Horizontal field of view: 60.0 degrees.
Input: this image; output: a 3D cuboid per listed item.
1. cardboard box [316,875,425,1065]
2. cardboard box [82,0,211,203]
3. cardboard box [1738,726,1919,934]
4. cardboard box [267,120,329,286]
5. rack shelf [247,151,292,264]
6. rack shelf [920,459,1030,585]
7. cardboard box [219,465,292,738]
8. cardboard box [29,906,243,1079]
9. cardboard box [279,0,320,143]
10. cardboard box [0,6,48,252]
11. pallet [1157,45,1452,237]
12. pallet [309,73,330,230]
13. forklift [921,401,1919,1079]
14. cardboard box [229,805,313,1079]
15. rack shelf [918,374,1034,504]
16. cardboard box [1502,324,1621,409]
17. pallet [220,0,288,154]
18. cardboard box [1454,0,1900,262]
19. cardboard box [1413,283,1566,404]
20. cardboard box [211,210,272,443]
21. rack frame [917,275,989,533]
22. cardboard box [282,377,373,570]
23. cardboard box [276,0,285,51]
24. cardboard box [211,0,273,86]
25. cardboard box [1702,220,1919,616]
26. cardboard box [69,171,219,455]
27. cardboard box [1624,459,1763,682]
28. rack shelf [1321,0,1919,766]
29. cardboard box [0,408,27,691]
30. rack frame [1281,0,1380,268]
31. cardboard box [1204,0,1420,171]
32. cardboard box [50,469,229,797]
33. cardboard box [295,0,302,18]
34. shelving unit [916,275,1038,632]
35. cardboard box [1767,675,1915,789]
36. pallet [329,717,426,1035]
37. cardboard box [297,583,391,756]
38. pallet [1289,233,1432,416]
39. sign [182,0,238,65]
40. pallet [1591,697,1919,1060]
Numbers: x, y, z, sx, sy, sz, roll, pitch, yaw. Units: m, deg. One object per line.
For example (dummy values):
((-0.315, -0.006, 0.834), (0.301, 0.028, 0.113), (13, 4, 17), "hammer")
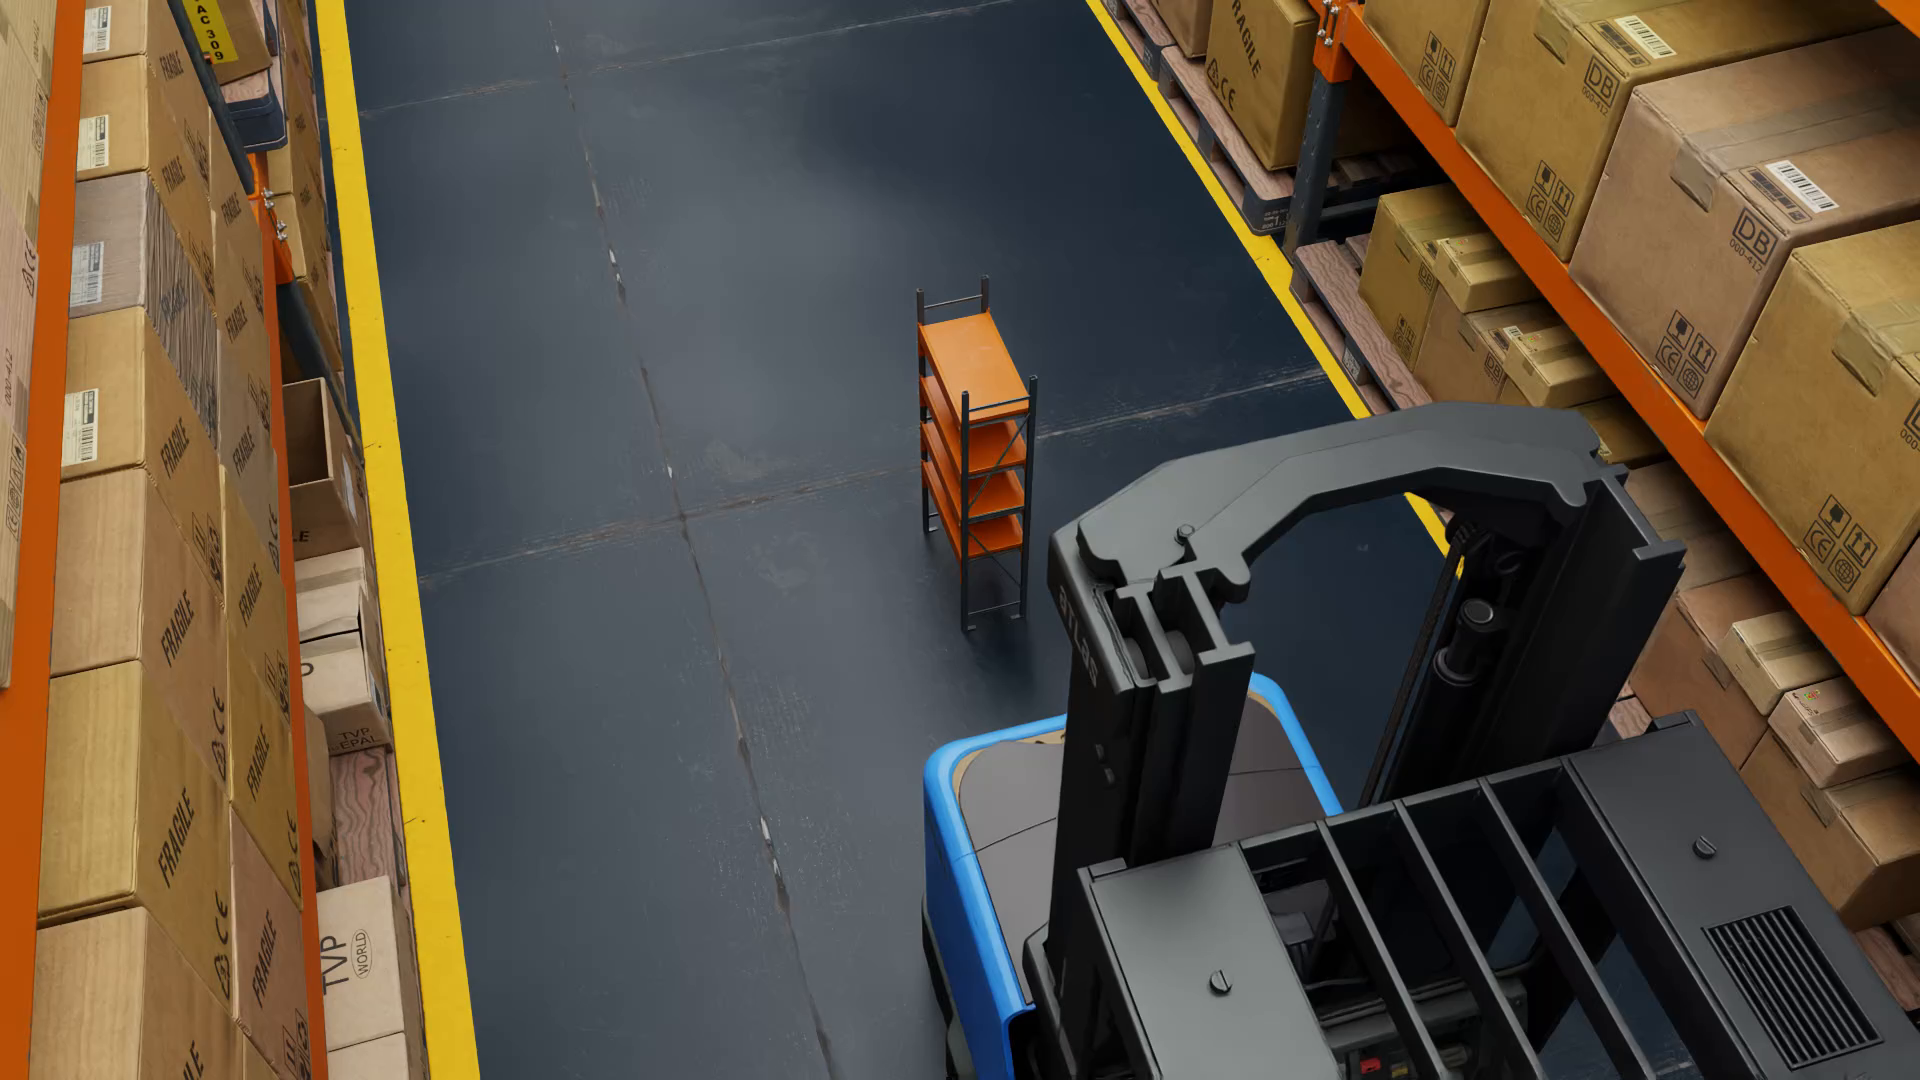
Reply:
((-1.823, 1.285, 4.715), (0.500, 0.250, 0.500), (-13, 51, -11), "cardboard box")
((-2.424, -1.233, 4.608), (0.500, 0.500, 0.500), (-13, 51, -11), "cardboard box")
((2.791, 0.791, 4.981), (0.700, 0.500, 0.500), (-13, 51, -11), "cardboard box")
((-2.899, -1.321, 6.749), (0.500, 0.500, 0.500), (-13, 51, -10), "cardboard box")
((-3.412, -2.418, 6.797), (1.077, 0.370, 4.000), (-13, 51, -11), "rack shelf")
((0.049, -0.094, 5.893), (0.258, 0.148, 0.480), (-13, 51, -11), "rack shelf")
((-1.967, 0.208, 4.047), (0.500, 0.500, 0.500), (-13, 51, -10), "cardboard box")
((-1.517, 0.994, 2.731), (0.500, 0.500, 0.500), (-12, 51, -10), "cardboard box")
((-3.189, -2.057, 7.369), (0.500, 0.500, 0.500), (-15, 52, -12), "cardboard box")
((-1.986, -0.716, 3.028), (0.500, 0.250, 0.500), (-13, 51, -11), "cardboard box")
((1.610, -1.960, 7.764), (1.003, 0.211, 1.213), (-13, 51, -11), "pallet")
((-3.462, -1.769, 7.603), (1.003, 0.211, 1.213), (-13, 51, -11), "pallet")
((0.784, 1.280, 3.254), (1.130, 2.935, 3.031), (-12, 51, -10), "forklift")
((-1.675, 0.941, 3.430), (0.500, 0.500, 0.500), (-14, 51, -11), "cardboard box")
((0.049, -0.367, 5.570), (0.258, 0.148, 0.480), (-13, 51, -11), "rack shelf")
((2.115, -0.609, 5.737), (0.380, 0.149, 0.250), (-15, 51, -12), "cardboard box")
((-2.953, -1.736, 5.877), (1.003, 0.211, 1.213), (-13, 51, -11), "pallet")
((2.266, -1.474, 5.335), (0.980, 0.700, 0.700), (-14, 51, -12), "cardboard box")
((2.179, -0.705, 6.242), (0.700, 0.500, 0.500), (-14, 51, -11), "cardboard box")
((-2.274, -0.538, 4.676), (0.500, 0.500, 0.500), (-12, 51, -10), "cardboard box")
((-0.023, -0.444, 5.840), (0.240, 1.200, 0.015), (-13, 51, -11), "rack frame")
((-2.381, -0.173, 5.781), (0.500, 0.500, 0.500), (-13, 51, -11), "cardboard box")
((-3.175, -2.272, 7.060), (0.500, 0.250, 0.500), (-14, 51, -12), "cardboard box")
((-2.747, -1.753, 5.426), (0.700, 0.500, 0.500), (-30, 56, -23), "cardboard box")
((2.707, -0.386, 4.418), (0.980, 0.700, 0.700), (-14, 51, -11), "cardboard box")
((-2.121, -0.491, 3.983), (0.500, 0.500, 0.500), (-13, 51, -11), "cardboard box")
((2.493, 0.059, 5.599), (0.700, 0.500, 0.500), (-15, 51, -12), "cardboard box")
((2.502, -0.619, 5.281), (1.077, 0.370, 4.000), (-13, 51, -11), "rack shelf")
((-1.682, 0.013, 2.413), (0.500, 0.250, 0.500), (-13, 51, -11), "cardboard box")
((1.910, -2.312, 6.237), (1.000, 3.000, 0.127), (-13, 51, -11), "rack frame")
((1.594, -2.200, 7.274), (0.750, 0.750, 0.750), (-13, 51, -11), "cardboard box")
((-1.822, 0.247, 3.360), (0.500, 0.500, 0.500), (-13, 51, -10), "cardboard box")
((-3.503, -2.817, 8.010), (0.500, 0.500, 0.500), (-12, 51, -10), "cardboard box")
((0.049, -0.266, 5.689), (0.258, 1.200, 0.503), (-13, 51, -11), "shelving unit")
((2.579, 0.530, 4.778), (0.380, 0.149, 0.250), (-14, 51, -11), "cardboard box")
((-2.254, 1.104, 5.181), (1.003, 0.211, 1.213), (-13, 51, -11), "pallet")
((-2.159, 0.435, 5.392), (0.500, 0.311, 0.500), (-13, 51, -11), "cardboard box")
((2.061, -0.840, 6.820), (1.003, 0.211, 1.213), (-13, 51, -11), "pallet")
((-2.304, -1.597, 5.068), (0.100, 0.325, 0.005), (-13, 51, -11), "sign")
((2.782, 0.942, 5.318), (1.003, 0.211, 1.213), (-13, 51, -11), "pallet")
